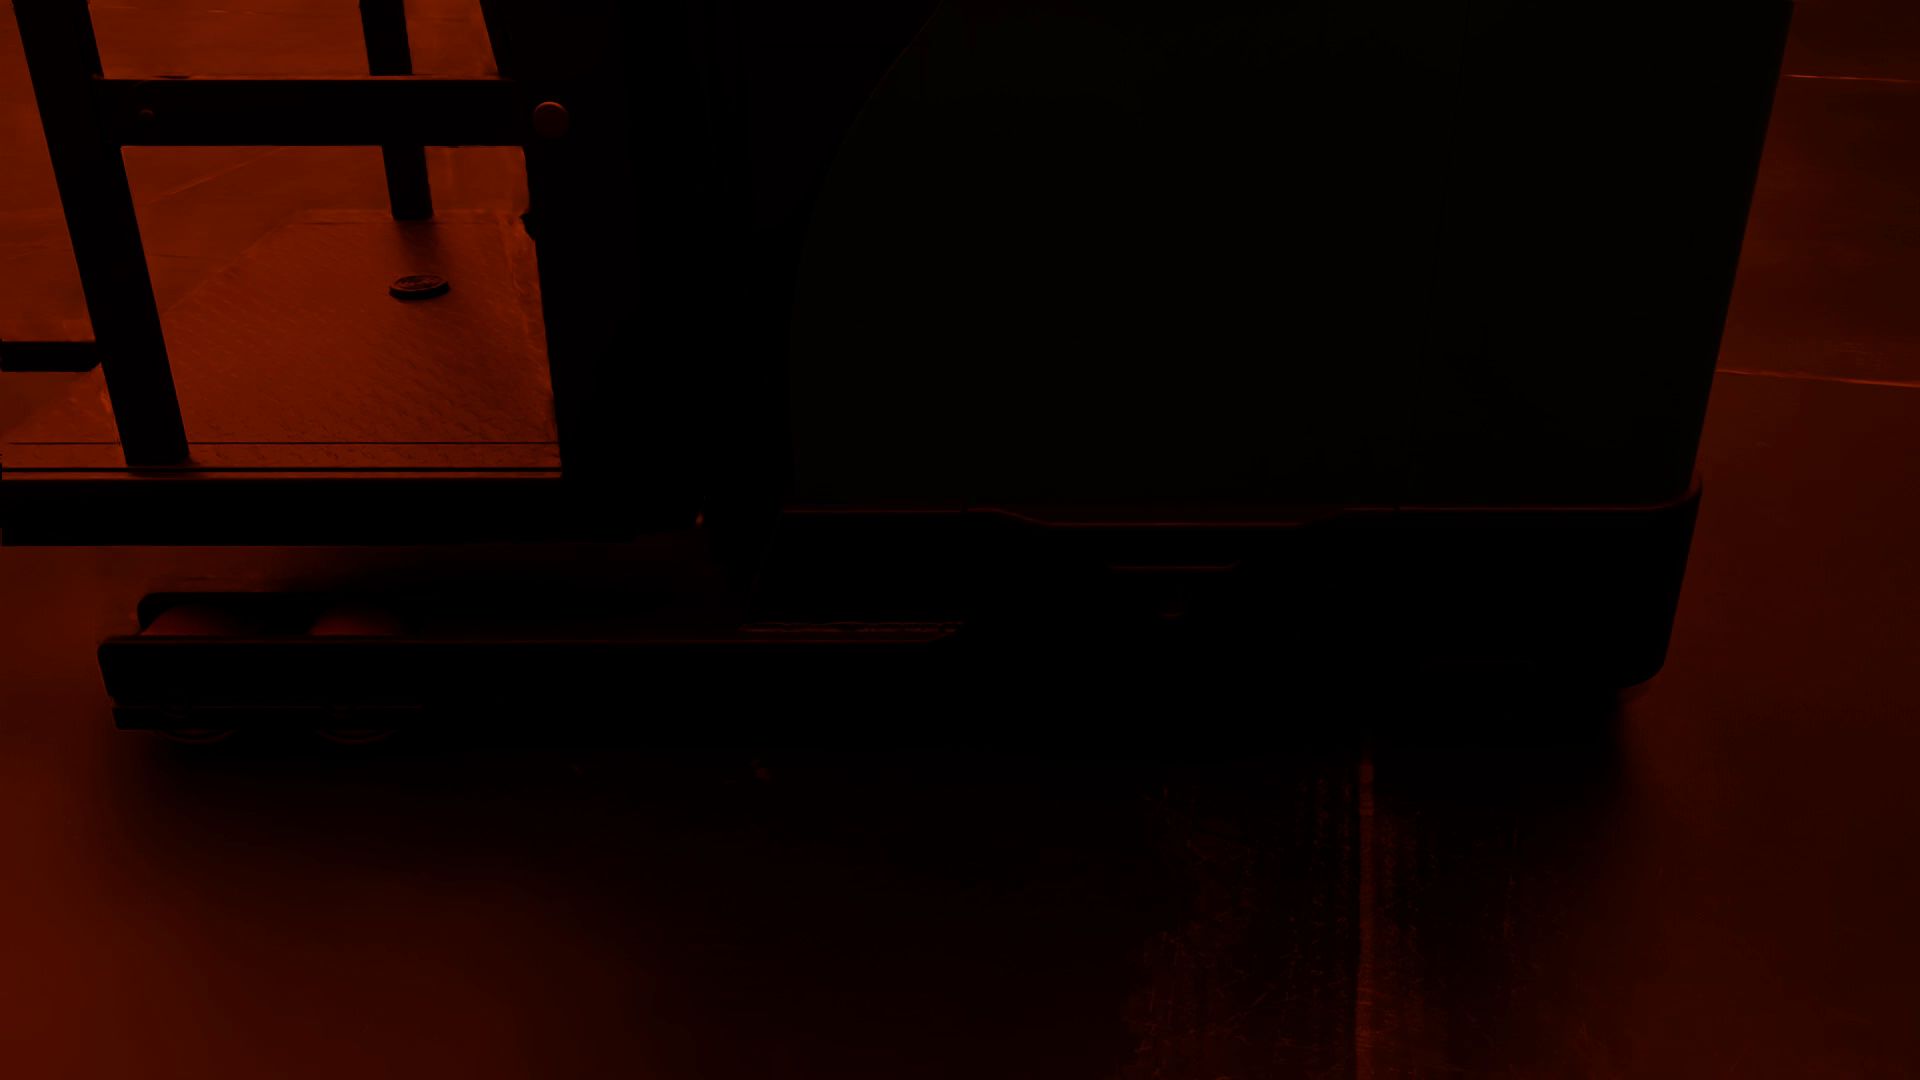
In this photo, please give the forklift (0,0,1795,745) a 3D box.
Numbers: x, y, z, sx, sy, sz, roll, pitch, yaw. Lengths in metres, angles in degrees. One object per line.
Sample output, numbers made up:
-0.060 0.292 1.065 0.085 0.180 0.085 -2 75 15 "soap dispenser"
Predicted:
-0.642 -1.301 1.824 3.031 2.935 1.130 0 27 0 "forklift"
